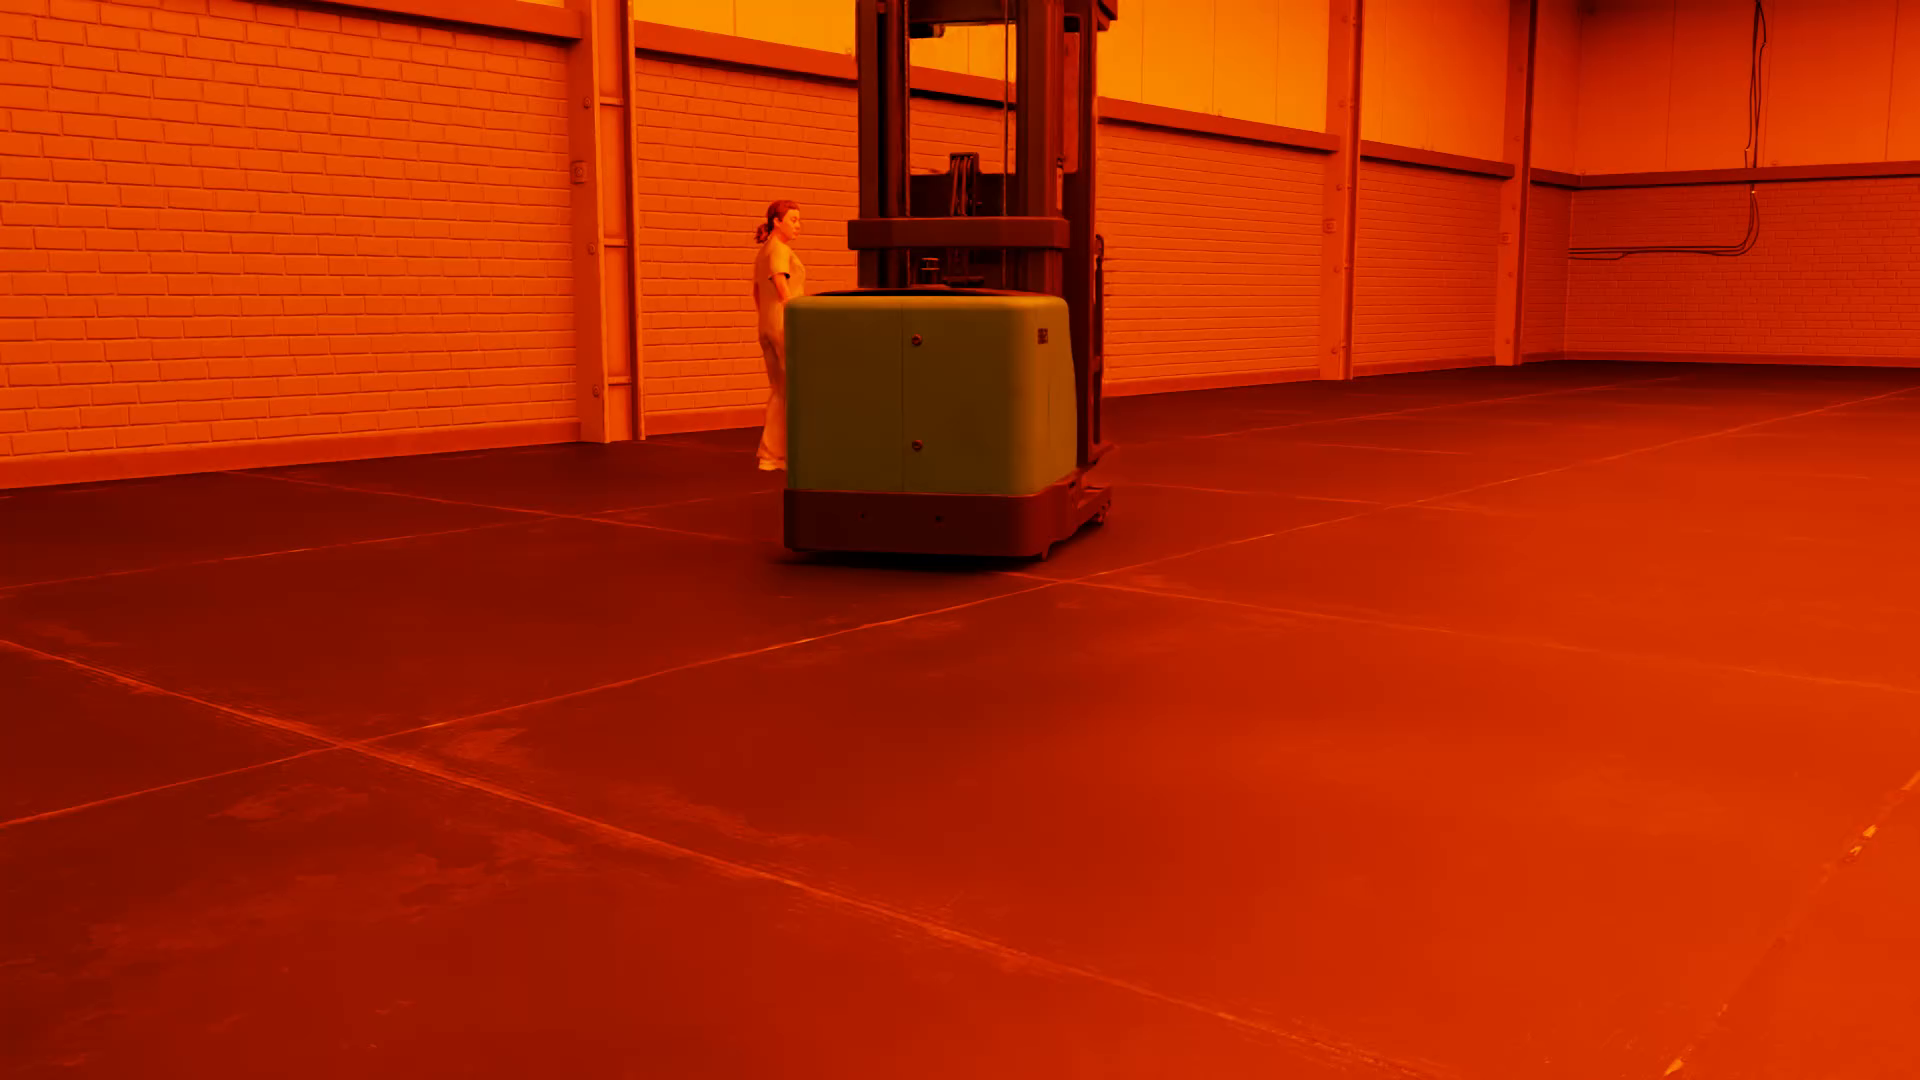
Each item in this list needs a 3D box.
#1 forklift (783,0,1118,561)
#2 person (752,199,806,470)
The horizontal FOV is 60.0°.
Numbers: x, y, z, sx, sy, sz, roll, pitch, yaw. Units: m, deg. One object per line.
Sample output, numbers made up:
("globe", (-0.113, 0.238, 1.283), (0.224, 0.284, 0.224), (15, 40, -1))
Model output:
("forklift", (0.128, -1.540, 7.803), (1.130, 2.935, 3.031), (2, 9, 13))
("person", (-1.034, -1.262, 10.285), (0.457, 1.664, 0.621), (-5, 10, -29))
